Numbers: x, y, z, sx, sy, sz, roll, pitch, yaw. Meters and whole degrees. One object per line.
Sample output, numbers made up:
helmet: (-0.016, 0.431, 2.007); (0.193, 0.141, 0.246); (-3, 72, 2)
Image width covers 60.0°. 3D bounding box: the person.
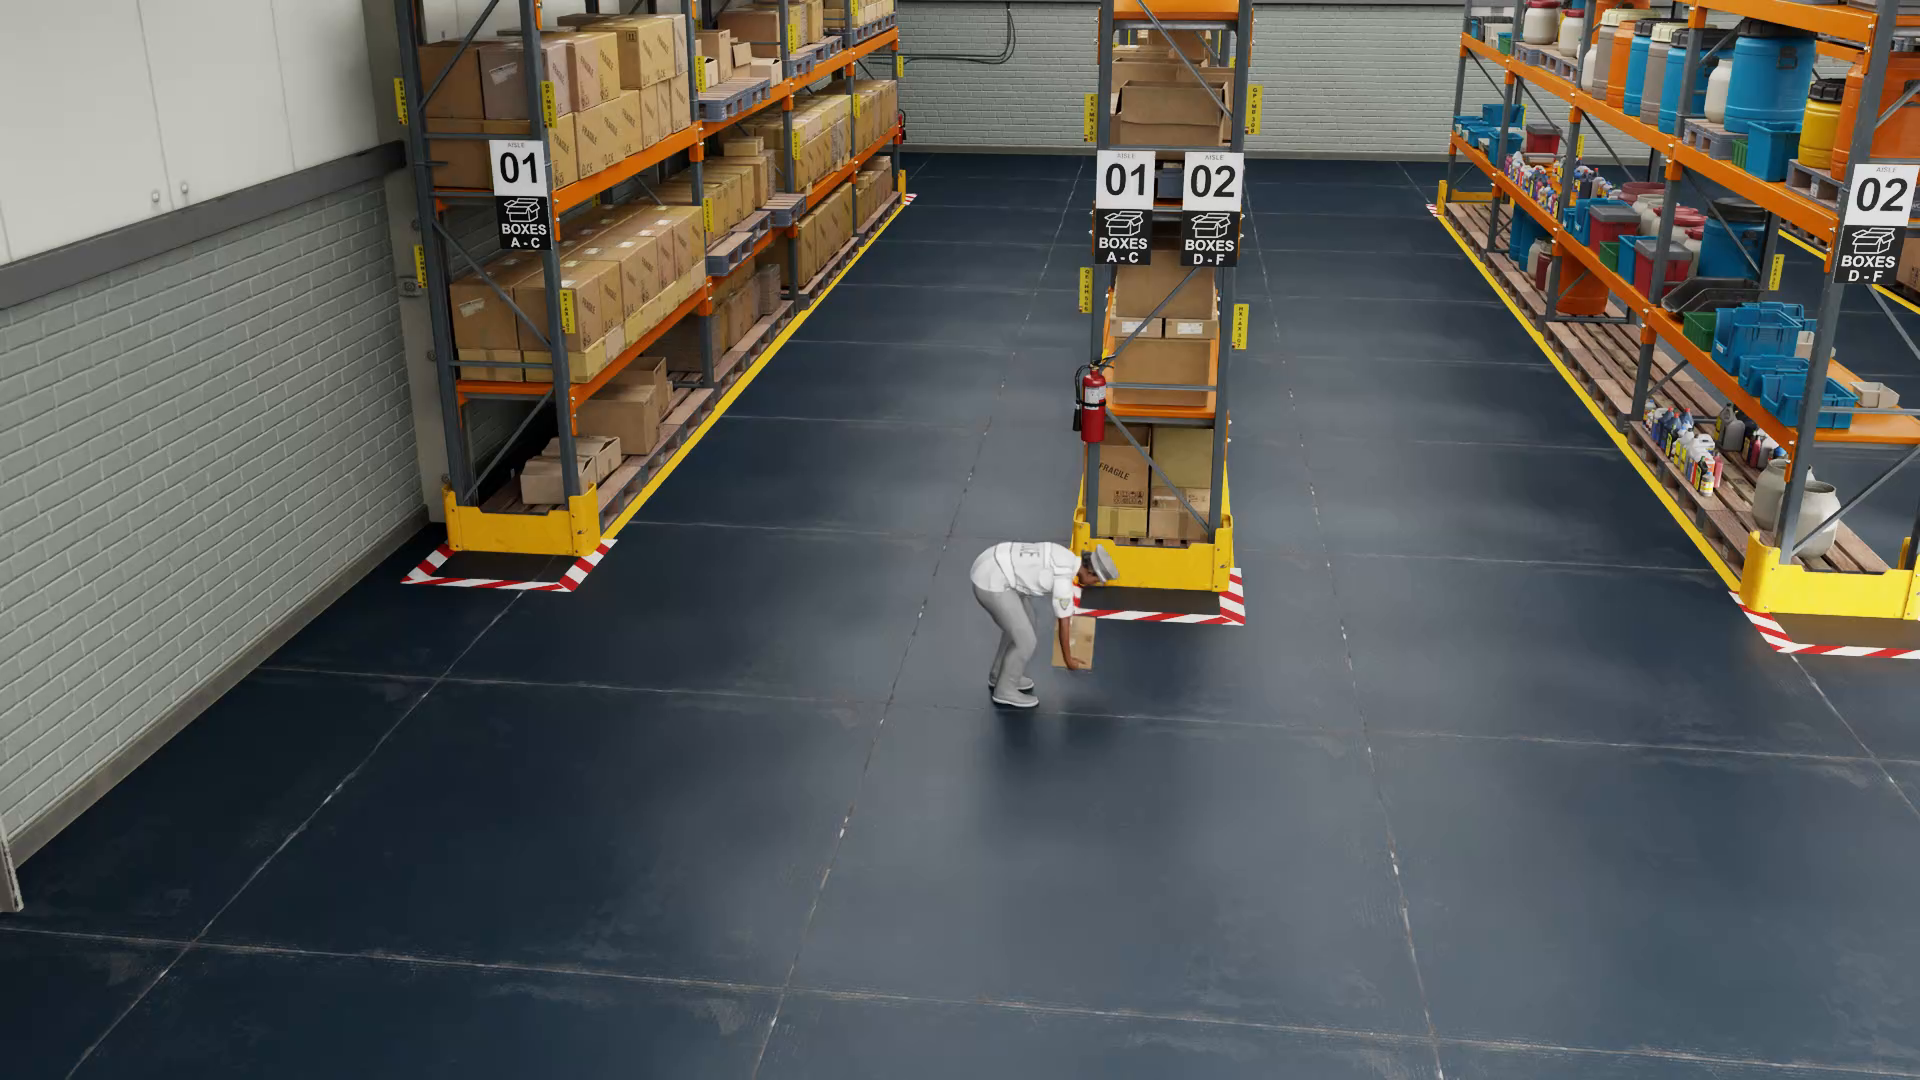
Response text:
person: (0.534, 0.522, 10.580); (0.942, 1.060, 0.423); (2, 21, 4)
